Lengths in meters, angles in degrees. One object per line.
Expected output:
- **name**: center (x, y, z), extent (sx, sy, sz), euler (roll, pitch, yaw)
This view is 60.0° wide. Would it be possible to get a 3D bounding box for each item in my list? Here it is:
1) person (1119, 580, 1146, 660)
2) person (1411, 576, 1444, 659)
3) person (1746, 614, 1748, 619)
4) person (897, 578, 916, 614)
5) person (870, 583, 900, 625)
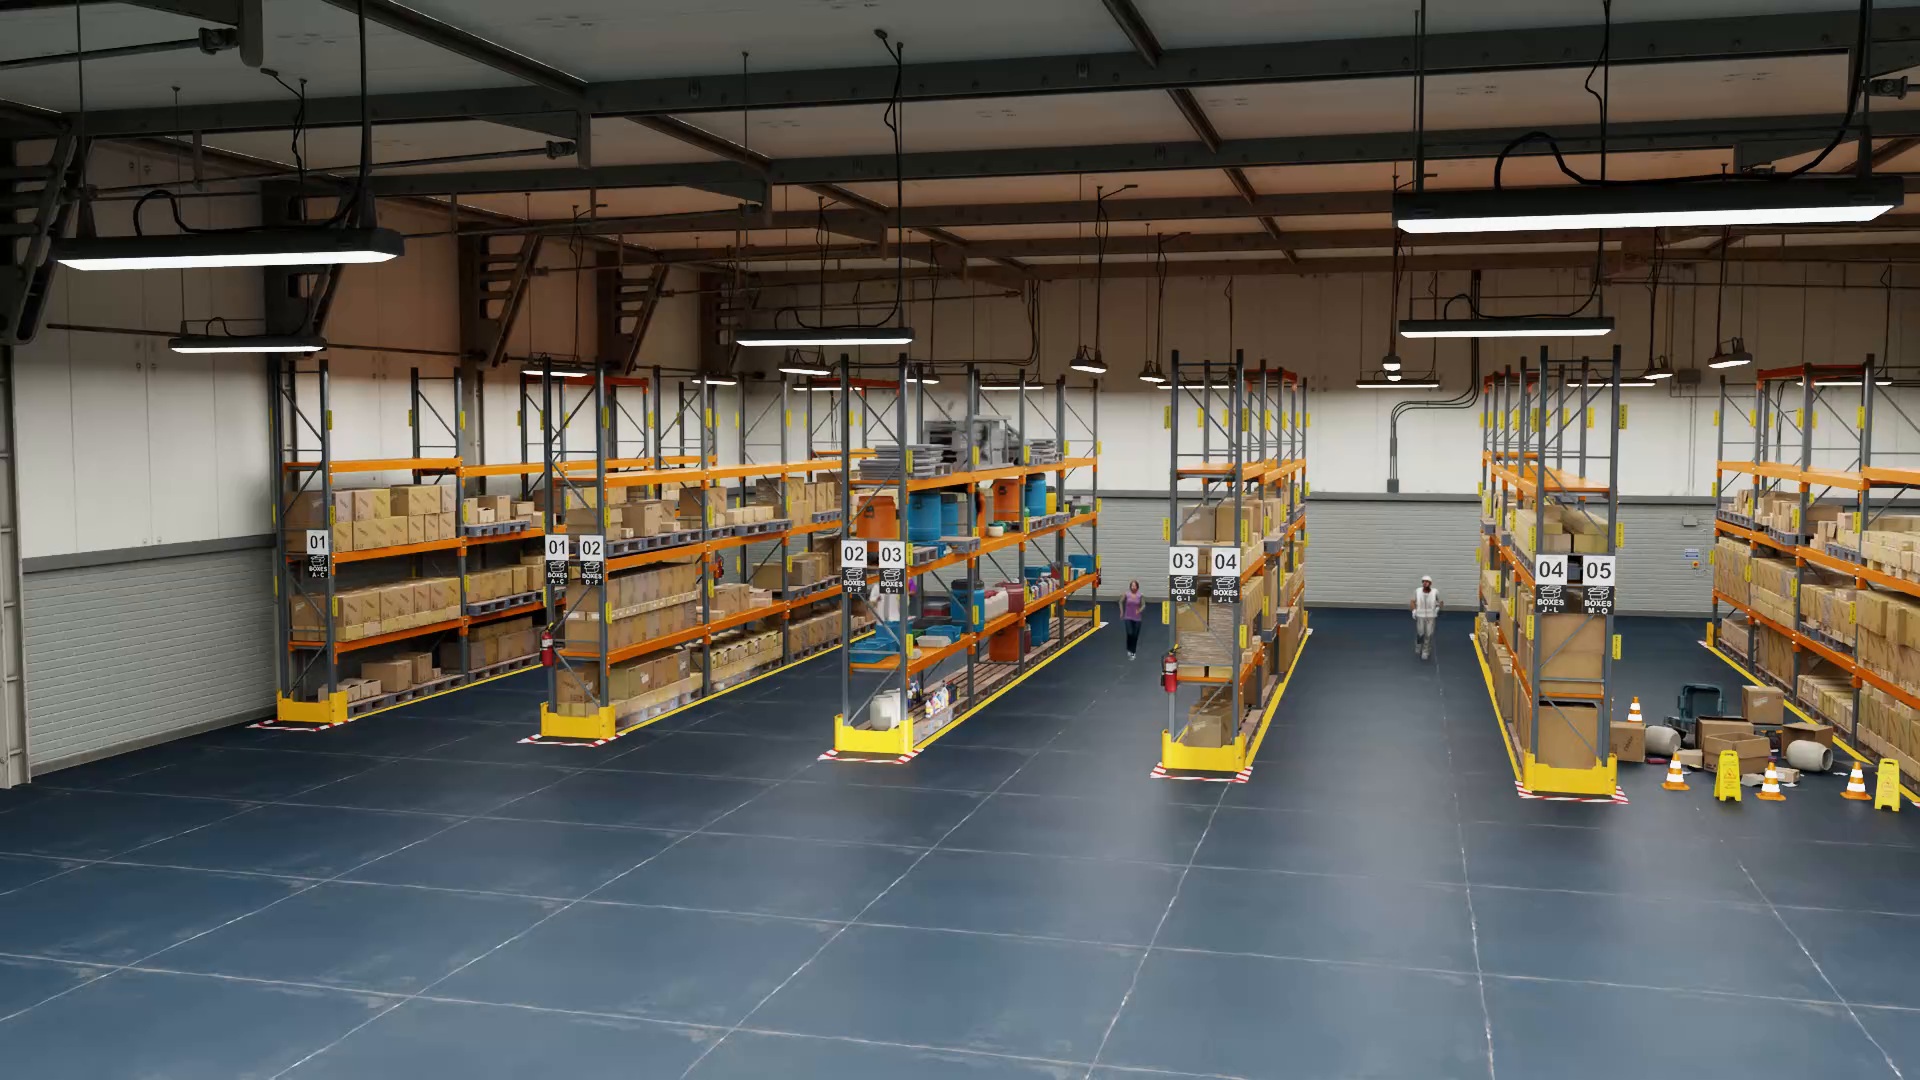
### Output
- **person**: center (3.395, 1.581, 32.711), extent (0.504, 1.591, 0.694), euler (0, 4, 1)
- **person**: center (9.805, 1.622, 34.922), extent (0.667, 1.746, 0.620), euler (1, 4, 18)
- **person**: center (18.163, 1.477, 37.830), extent (0.864, 1.619, 0.683), euler (-4, 5, -41)
- **person**: center (-1.252, 1.370, 34.417), extent (0.689, 1.793, 0.916), euler (0, 4, 5)
- **person**: center (-1.399, 1.504, 32.124), extent (0.692, 1.857, 0.804), euler (1, 4, 8)
